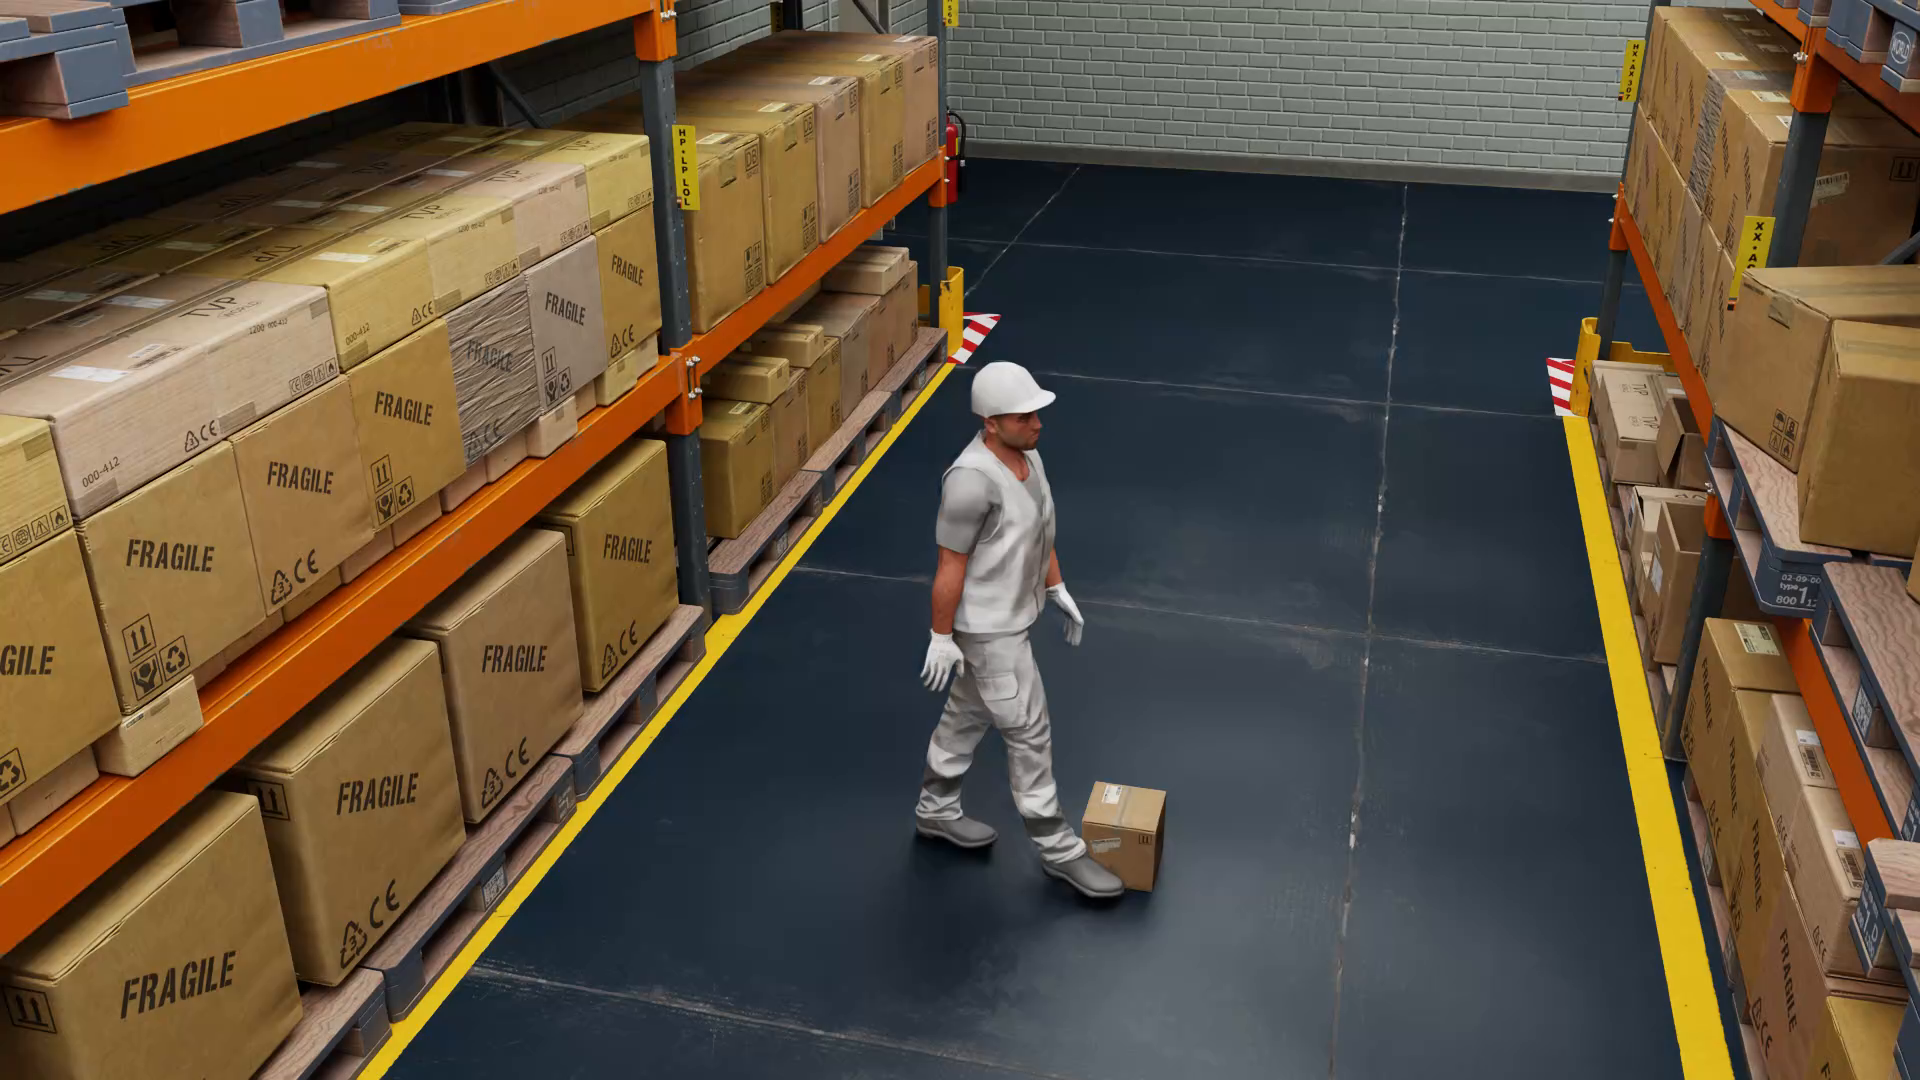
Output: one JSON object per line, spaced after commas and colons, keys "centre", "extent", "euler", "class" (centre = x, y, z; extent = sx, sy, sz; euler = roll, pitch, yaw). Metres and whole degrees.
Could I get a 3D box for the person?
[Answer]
{"centre": [0.226, 0.273, 5.448], "extent": [0.801, 1.764, 0.588], "euler": [9, 26, 18], "class": "person"}
